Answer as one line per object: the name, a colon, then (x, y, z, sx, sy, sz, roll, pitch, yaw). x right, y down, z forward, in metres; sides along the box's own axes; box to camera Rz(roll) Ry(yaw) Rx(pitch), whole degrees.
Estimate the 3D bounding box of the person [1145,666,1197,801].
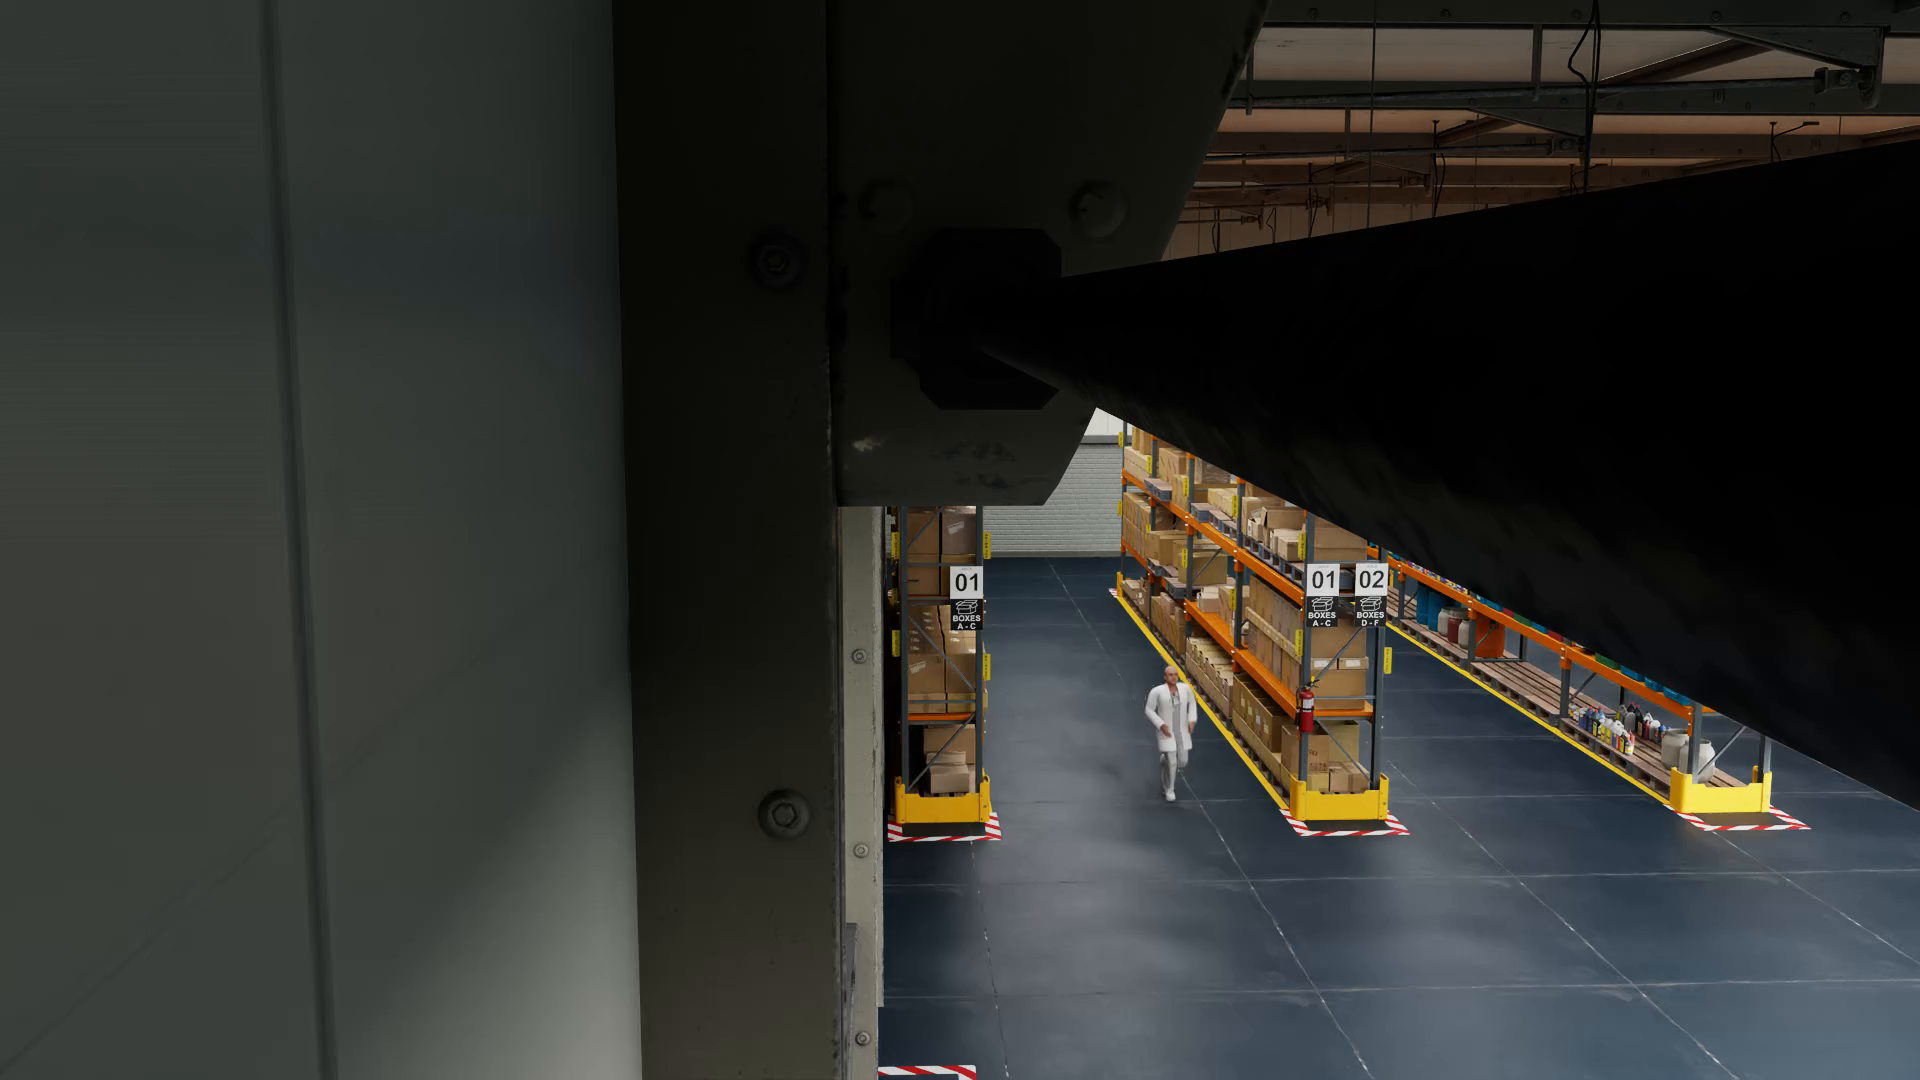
person: (2.724, 2.471, 21.484, 0.723, 1.748, 0.713, -2, 8, -13)
